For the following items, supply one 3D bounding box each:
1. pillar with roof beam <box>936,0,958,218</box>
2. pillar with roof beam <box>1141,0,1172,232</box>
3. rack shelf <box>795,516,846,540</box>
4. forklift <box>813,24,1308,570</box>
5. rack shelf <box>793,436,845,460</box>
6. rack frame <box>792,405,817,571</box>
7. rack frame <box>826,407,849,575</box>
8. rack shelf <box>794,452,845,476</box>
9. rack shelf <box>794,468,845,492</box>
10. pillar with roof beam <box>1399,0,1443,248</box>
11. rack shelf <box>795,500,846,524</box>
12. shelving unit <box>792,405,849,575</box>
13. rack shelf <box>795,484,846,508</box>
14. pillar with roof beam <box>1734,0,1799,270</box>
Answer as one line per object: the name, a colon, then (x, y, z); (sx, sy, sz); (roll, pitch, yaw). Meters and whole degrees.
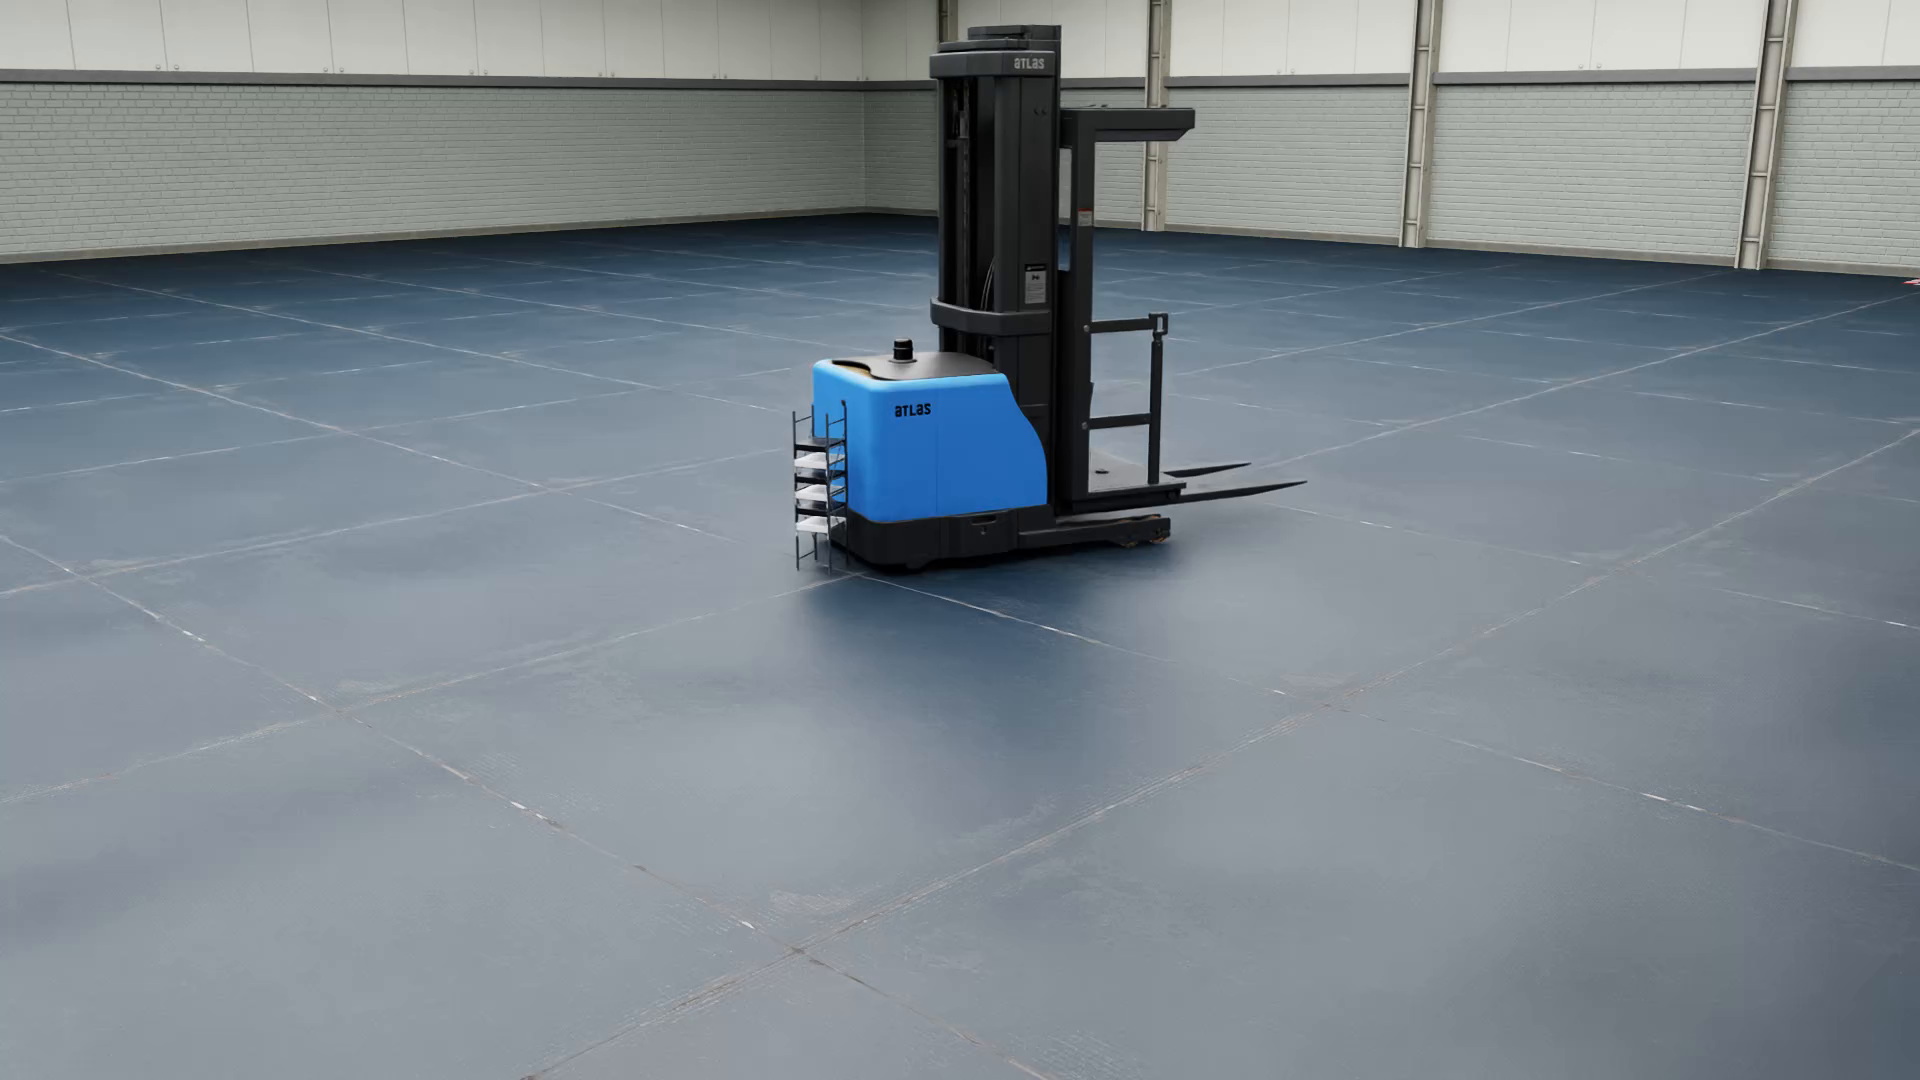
pillar with roof beam: (-3.275, -11.084, 34.624); (0.400, 9.000, 9.100); (14, 20, 42)
pillar with roof beam: (1.045, -10.034, 30.594); (0.400, 9.000, 9.100); (14, 20, 42)
rack shelf: (-0.769, -0.075, 9.280); (0.200, 0.077, 0.258); (6, 16, 22)
forklift: (0.686, -1.486, 9.823); (3.031, 2.935, 1.130); (-7, 16, -25)
rack shelf: (-0.769, -0.510, 9.167); (0.200, 0.077, 0.258); (6, 16, 22)
rack frame: (-0.863, -0.291, 9.265); (0.006, 0.900, 0.240); (6, 16, 22)
rack frame: (-0.676, -0.271, 9.188); (0.006, 0.900, 0.240); (6, 16, 22)
rack shelf: (-0.769, -0.423, 9.189); (0.200, 0.077, 0.258); (6, 16, 22)
rack shelf: (-0.769, -0.336, 9.212); (0.200, 0.077, 0.258); (6, 16, 22)
pillar with roof beam: (5.364, -8.984, 26.564); (0.400, 9.000, 9.100); (14, 20, 42)
rack shelf: (-0.769, -0.162, 9.257); (0.200, 0.077, 0.258); (6, 16, 22)
shelving unit: (-0.769, -0.281, 9.226); (0.210, 0.900, 0.258); (6, 16, 22)
rack shelf: (-0.769, -0.249, 9.235); (0.200, 0.077, 0.258); (6, 16, 22)
pillar with roof beam: (9.683, -7.934, 22.534); (0.400, 9.000, 9.100); (14, 20, 42)
